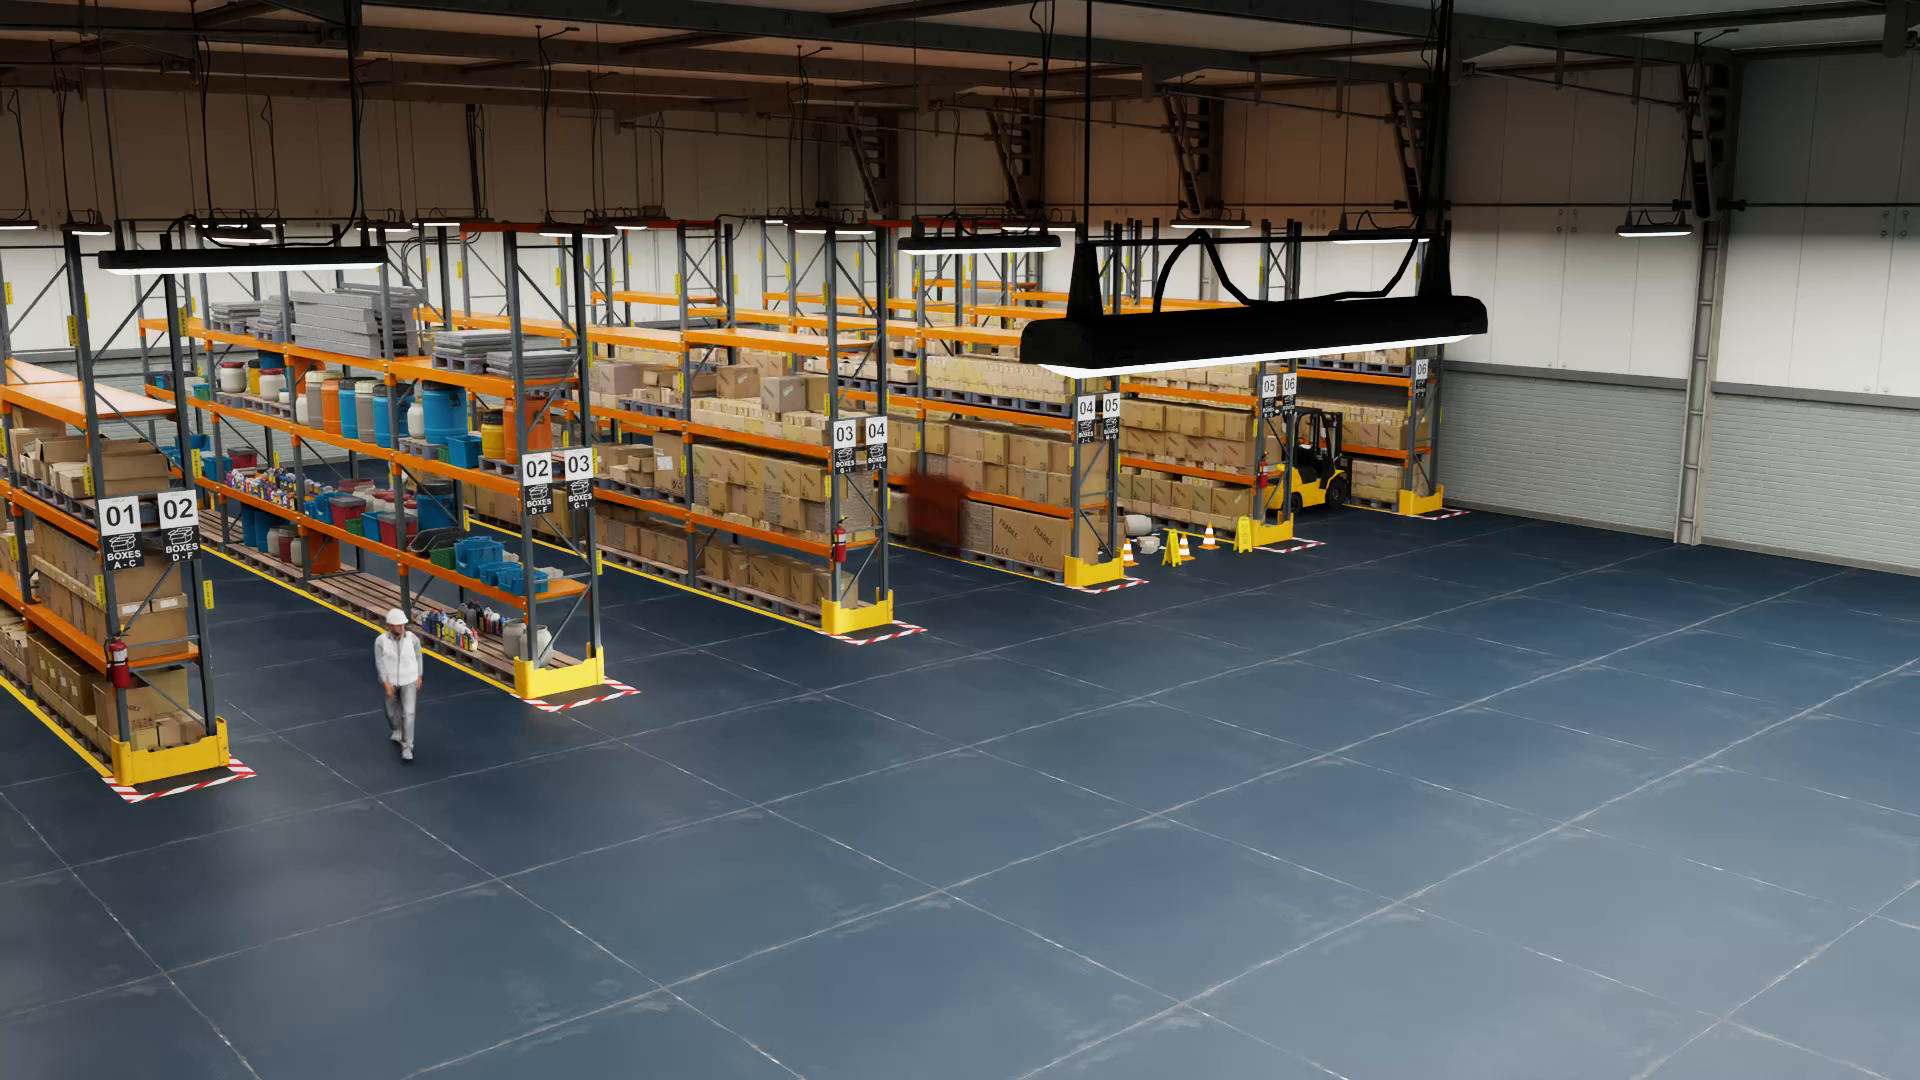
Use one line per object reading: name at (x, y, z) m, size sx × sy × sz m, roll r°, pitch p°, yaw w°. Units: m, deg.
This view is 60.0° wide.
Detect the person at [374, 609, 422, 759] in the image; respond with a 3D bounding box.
person at (-6.541, 1.641, 19.418) m, size 0.523 × 1.703 × 1.054 m, roll -4°, pitch 12°, yaw -18°

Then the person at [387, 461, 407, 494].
person at (-11.267, -1.193, 33.523) m, size 0.454 × 1.665 × 0.522 m, roll -1°, pitch 11°, yaw -6°
